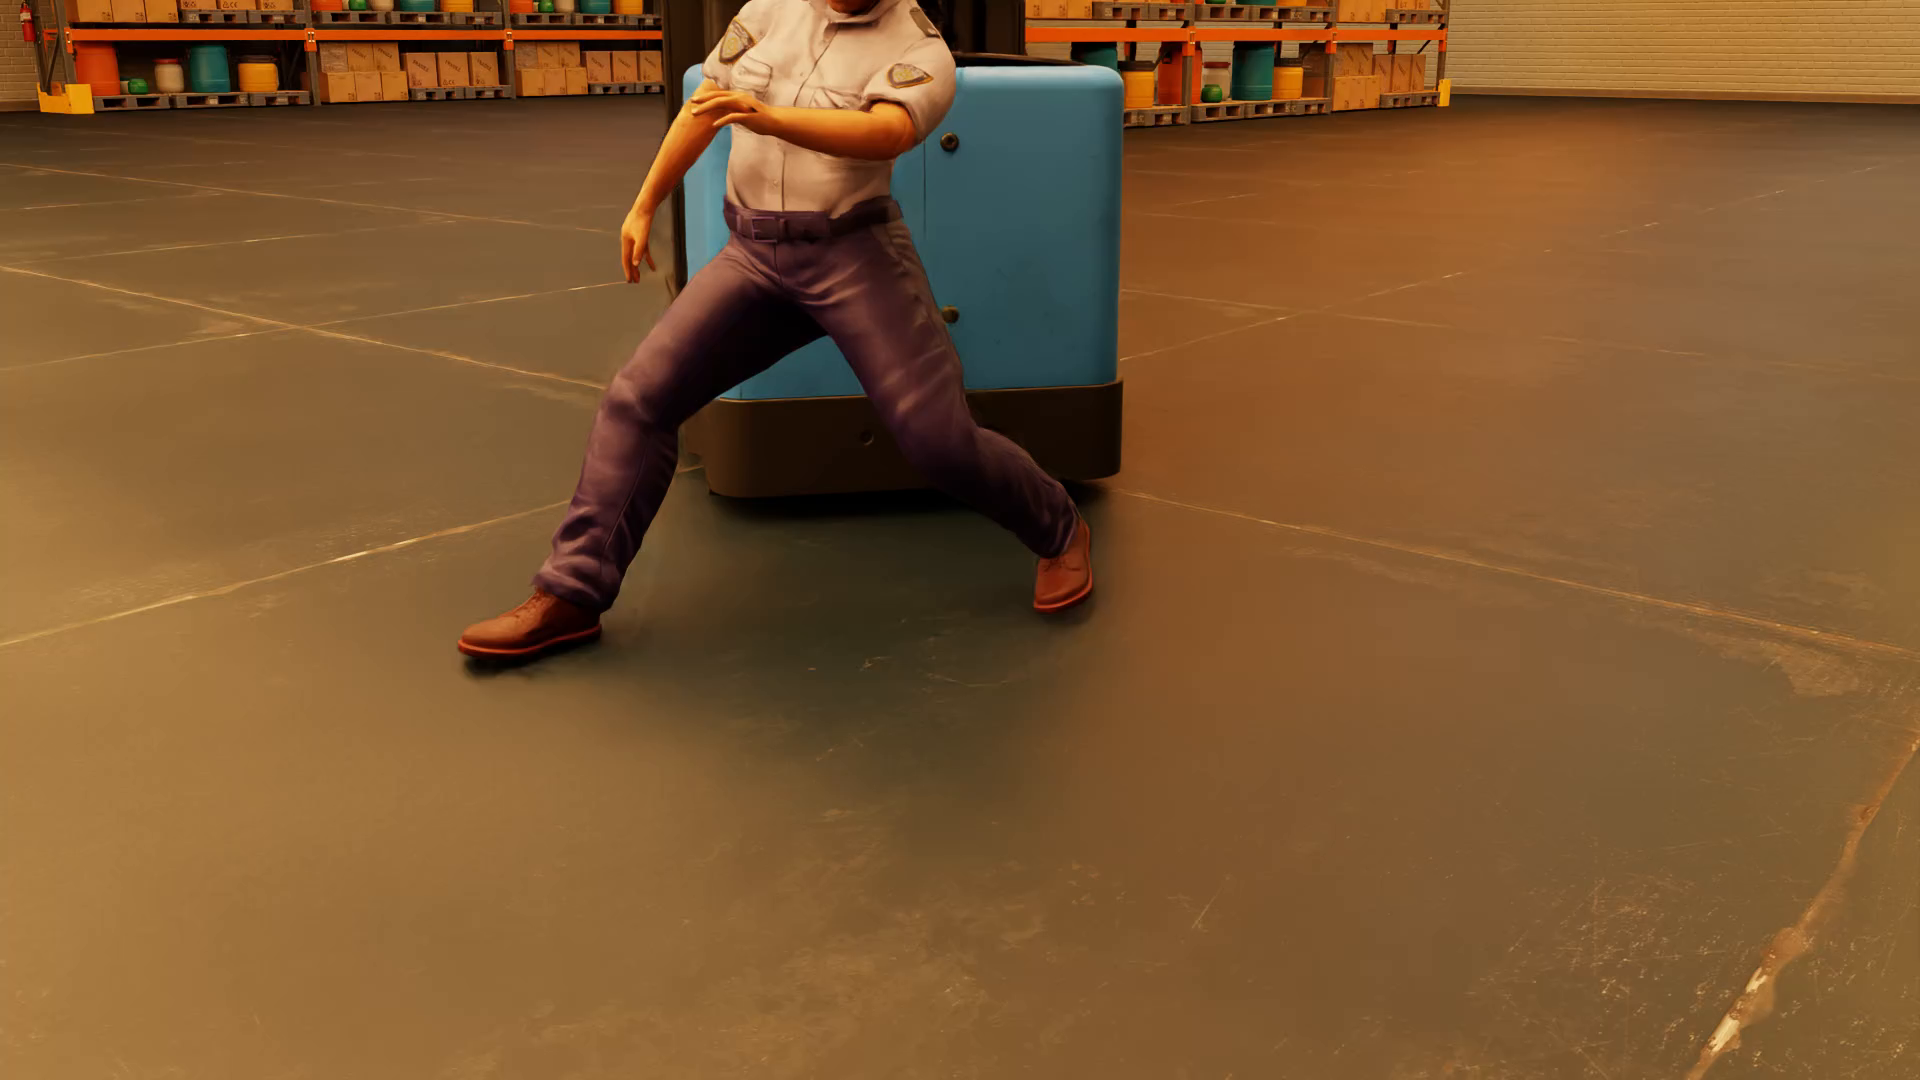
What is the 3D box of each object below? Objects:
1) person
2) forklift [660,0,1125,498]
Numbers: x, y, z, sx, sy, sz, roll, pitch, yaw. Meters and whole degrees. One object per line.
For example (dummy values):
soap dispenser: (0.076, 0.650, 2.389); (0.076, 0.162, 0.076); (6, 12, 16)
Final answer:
person: (-0.312, -0.513, 3.149); (0.958, 1.427, 1.016); (9, 19, 27)
forklift: (-0.395, -1.891, 5.124); (1.130, 2.935, 3.031); (-4, 17, -12)
